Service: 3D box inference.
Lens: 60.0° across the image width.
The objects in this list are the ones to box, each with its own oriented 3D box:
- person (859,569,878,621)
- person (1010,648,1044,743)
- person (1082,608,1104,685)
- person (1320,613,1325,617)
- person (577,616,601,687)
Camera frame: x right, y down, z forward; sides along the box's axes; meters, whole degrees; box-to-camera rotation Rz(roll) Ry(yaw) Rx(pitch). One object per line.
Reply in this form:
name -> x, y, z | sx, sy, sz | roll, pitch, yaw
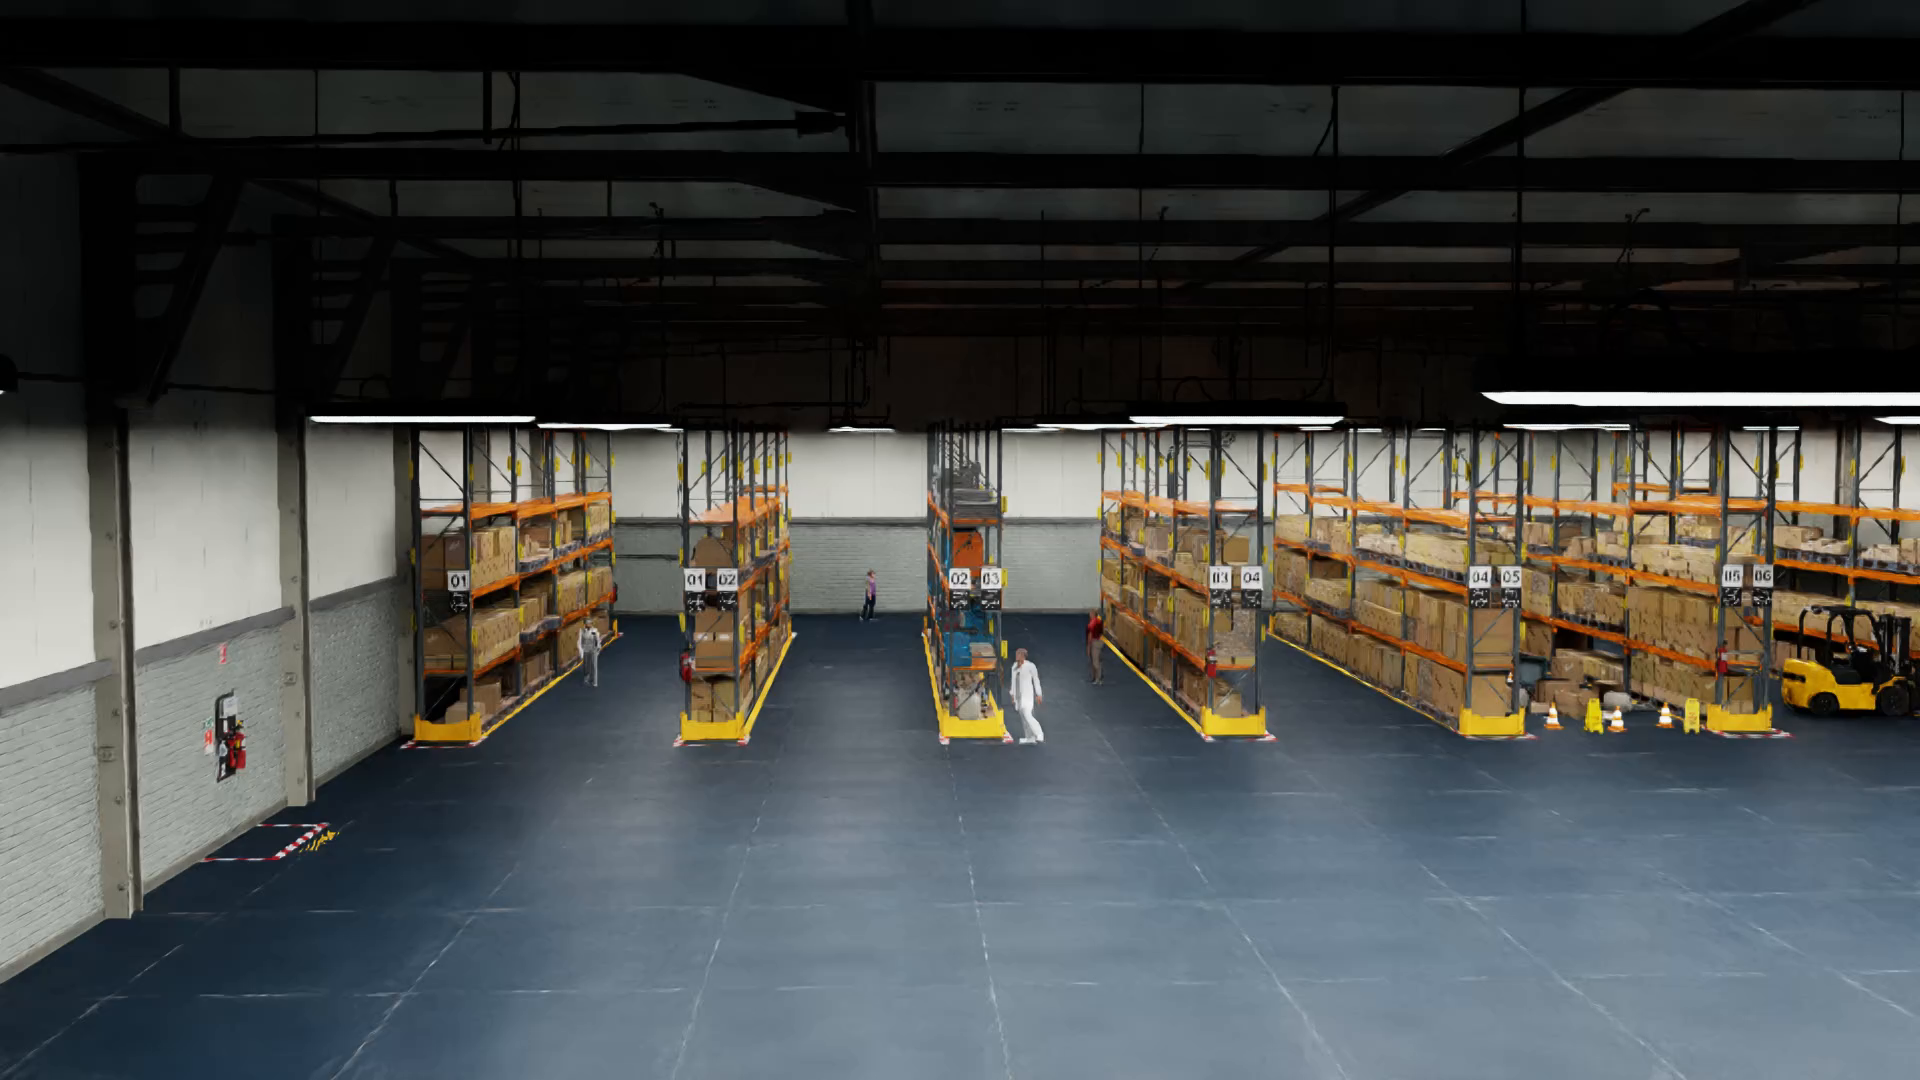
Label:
person -> -2.822, 1.683, 50.770 | 0.425, 1.594, 0.586 | 2, 4, 33
person -> 1.233, 2.871, 30.656 | 0.547, 1.758, 0.709 | -3, 5, -43
person -> 3.031, 2.414, 37.991 | 0.589, 1.722, 0.661 | 2, 4, 24
person -> 11.068, 1.695, 50.213 | 0.508, 1.646, 0.552 | 3, 4, 35
person -> -8.374, 2.500, 37.544 | 0.511, 1.592, 1.058 | -1, 4, -12
